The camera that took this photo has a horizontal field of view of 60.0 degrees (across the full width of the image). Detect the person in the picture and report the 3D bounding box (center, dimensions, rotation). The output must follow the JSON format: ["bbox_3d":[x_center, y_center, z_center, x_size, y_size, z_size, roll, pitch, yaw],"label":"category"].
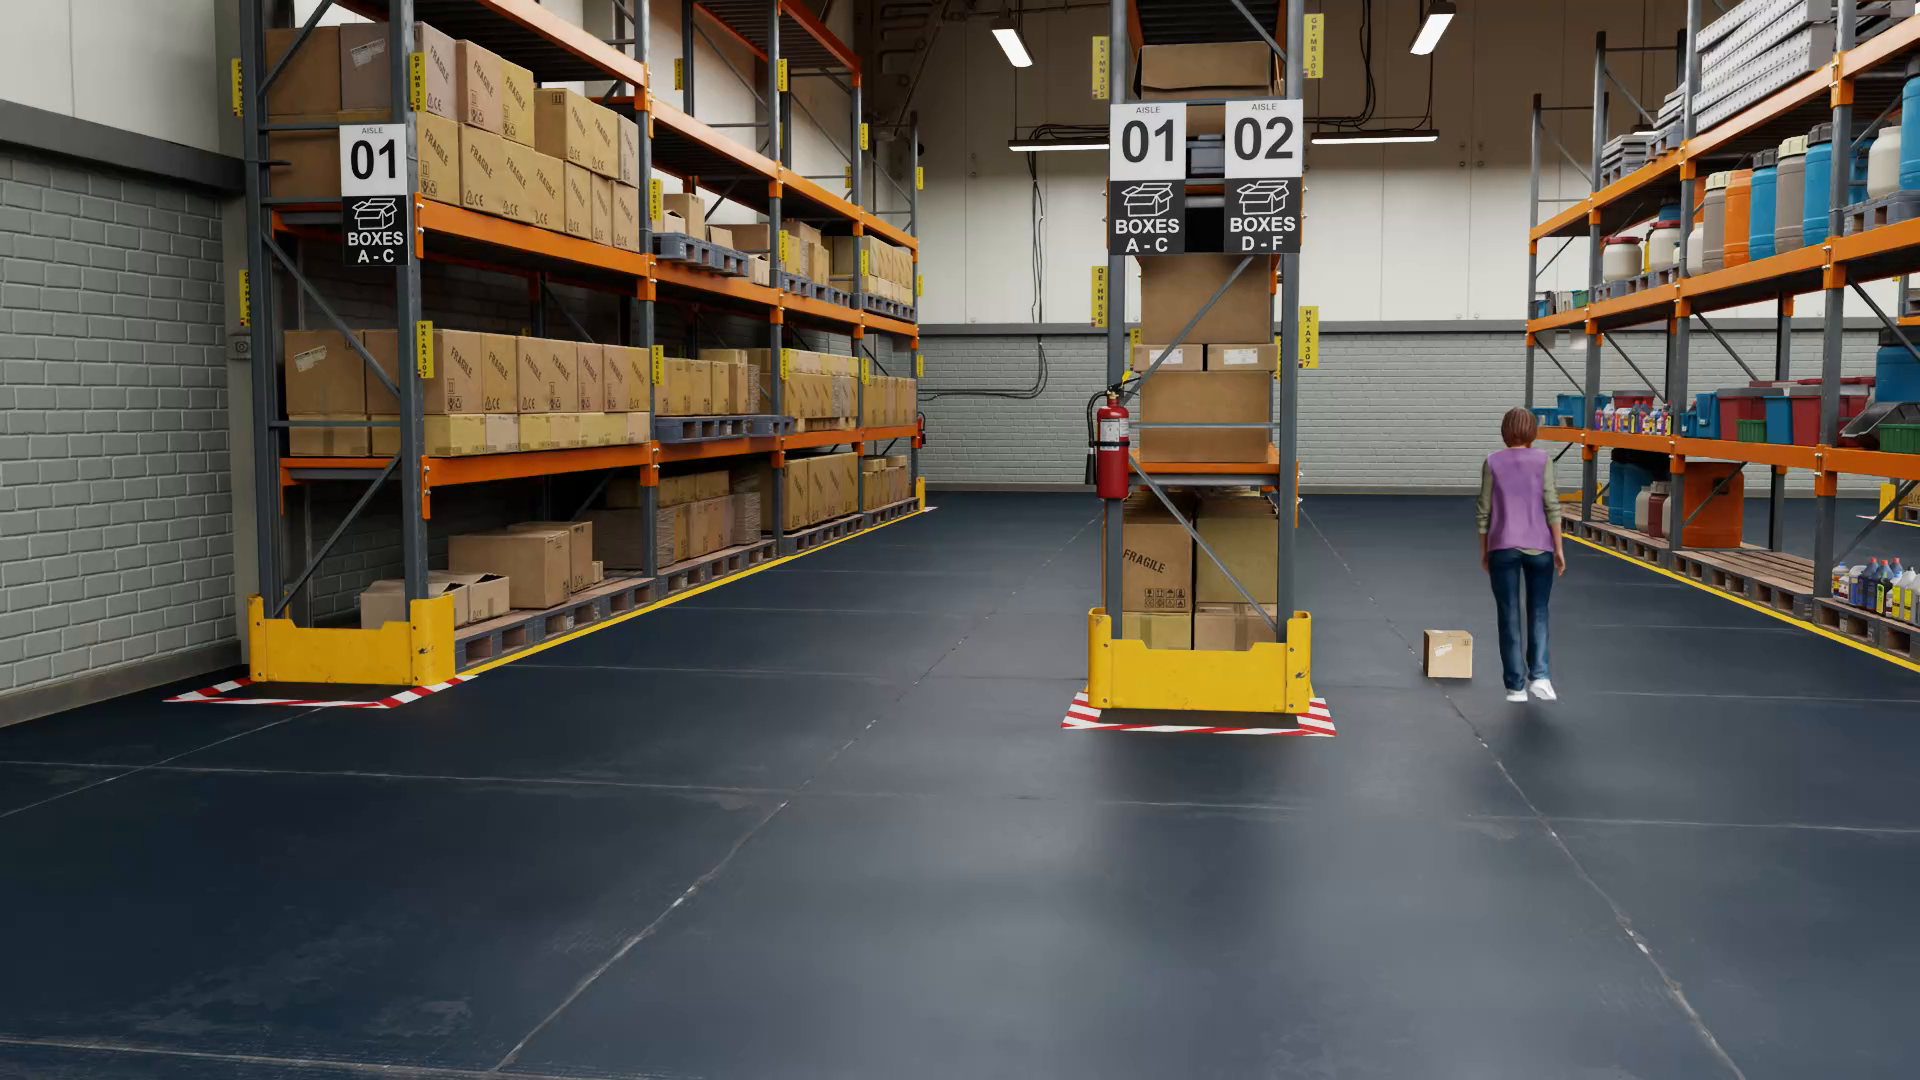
[{"bbox_3d":[3.026,0.104,8.987,0.462,1.644,0.569,1,5,13],"label":"person"}]
